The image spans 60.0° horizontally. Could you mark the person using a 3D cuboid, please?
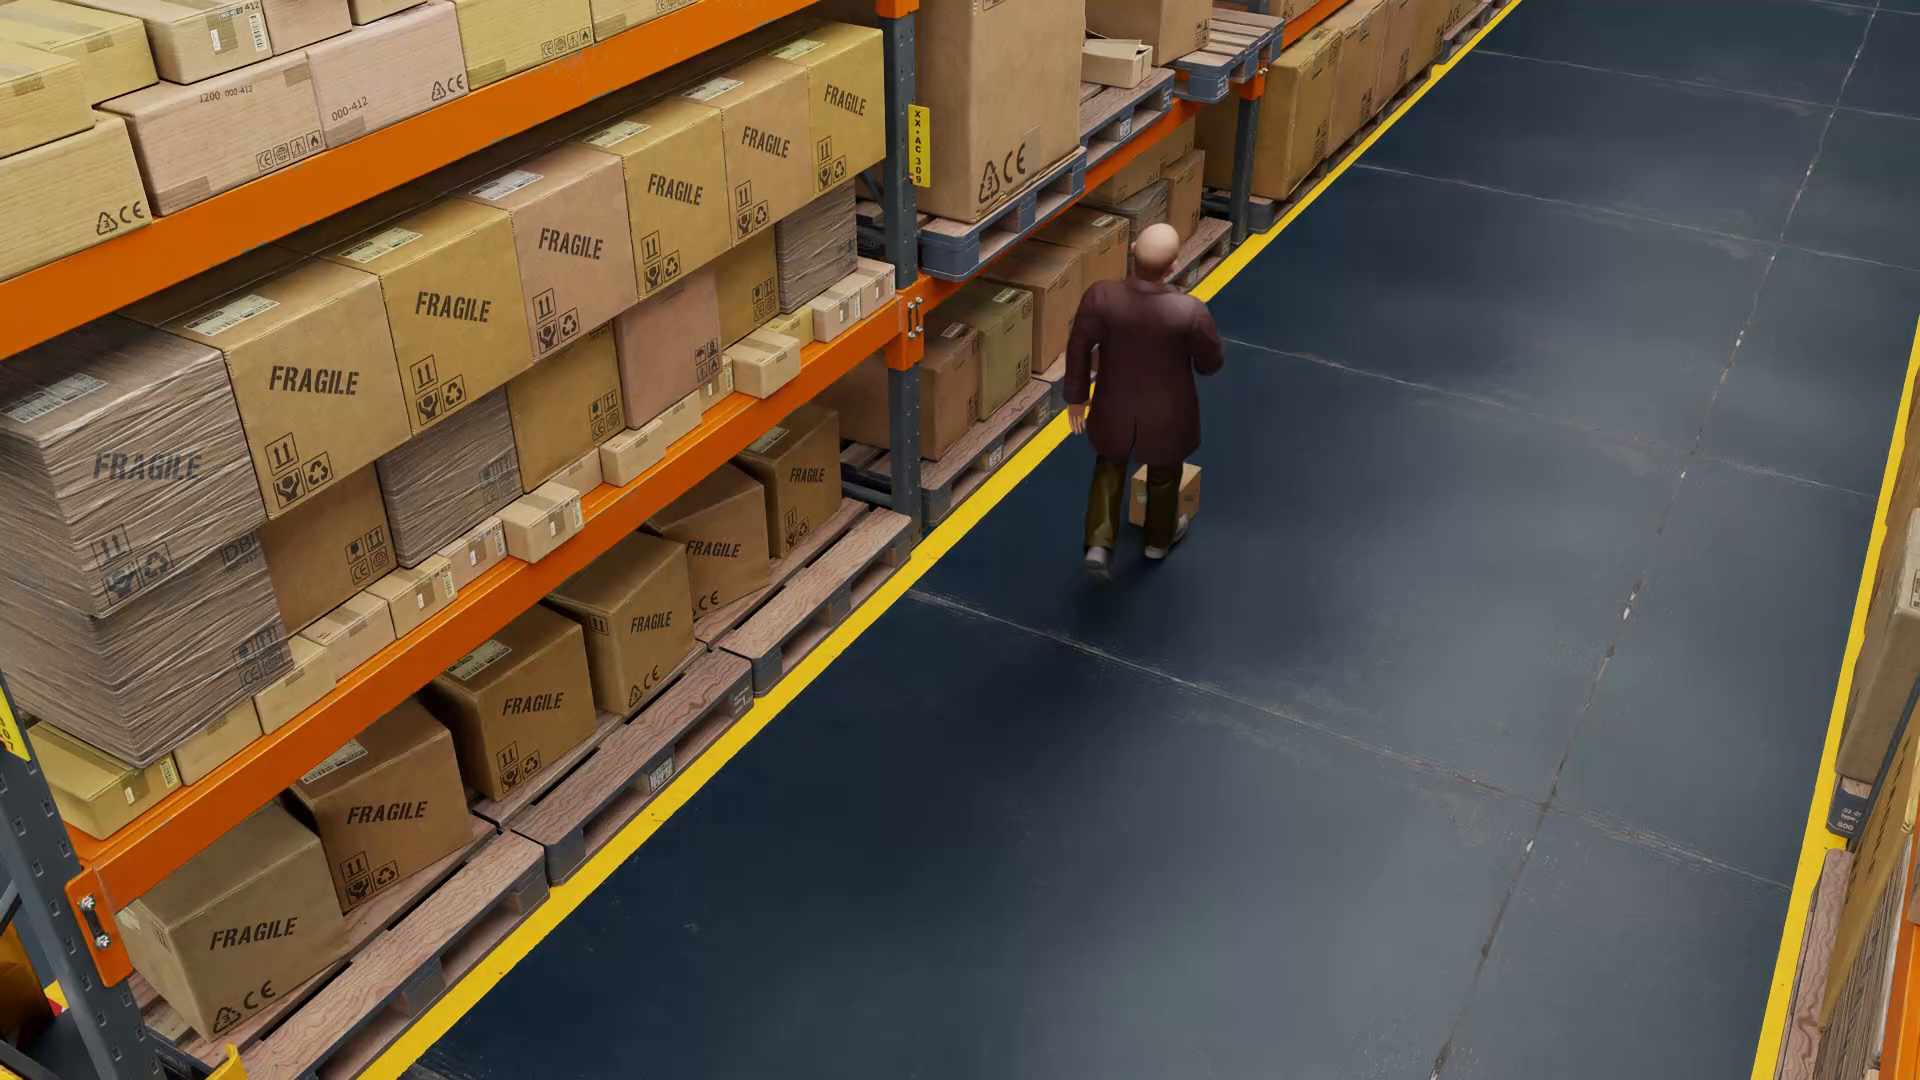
[{"bbox_3d":[0.794,-0.614,7.092,0.666,1.732,0.851,11,35,17],"label":"person"}]
